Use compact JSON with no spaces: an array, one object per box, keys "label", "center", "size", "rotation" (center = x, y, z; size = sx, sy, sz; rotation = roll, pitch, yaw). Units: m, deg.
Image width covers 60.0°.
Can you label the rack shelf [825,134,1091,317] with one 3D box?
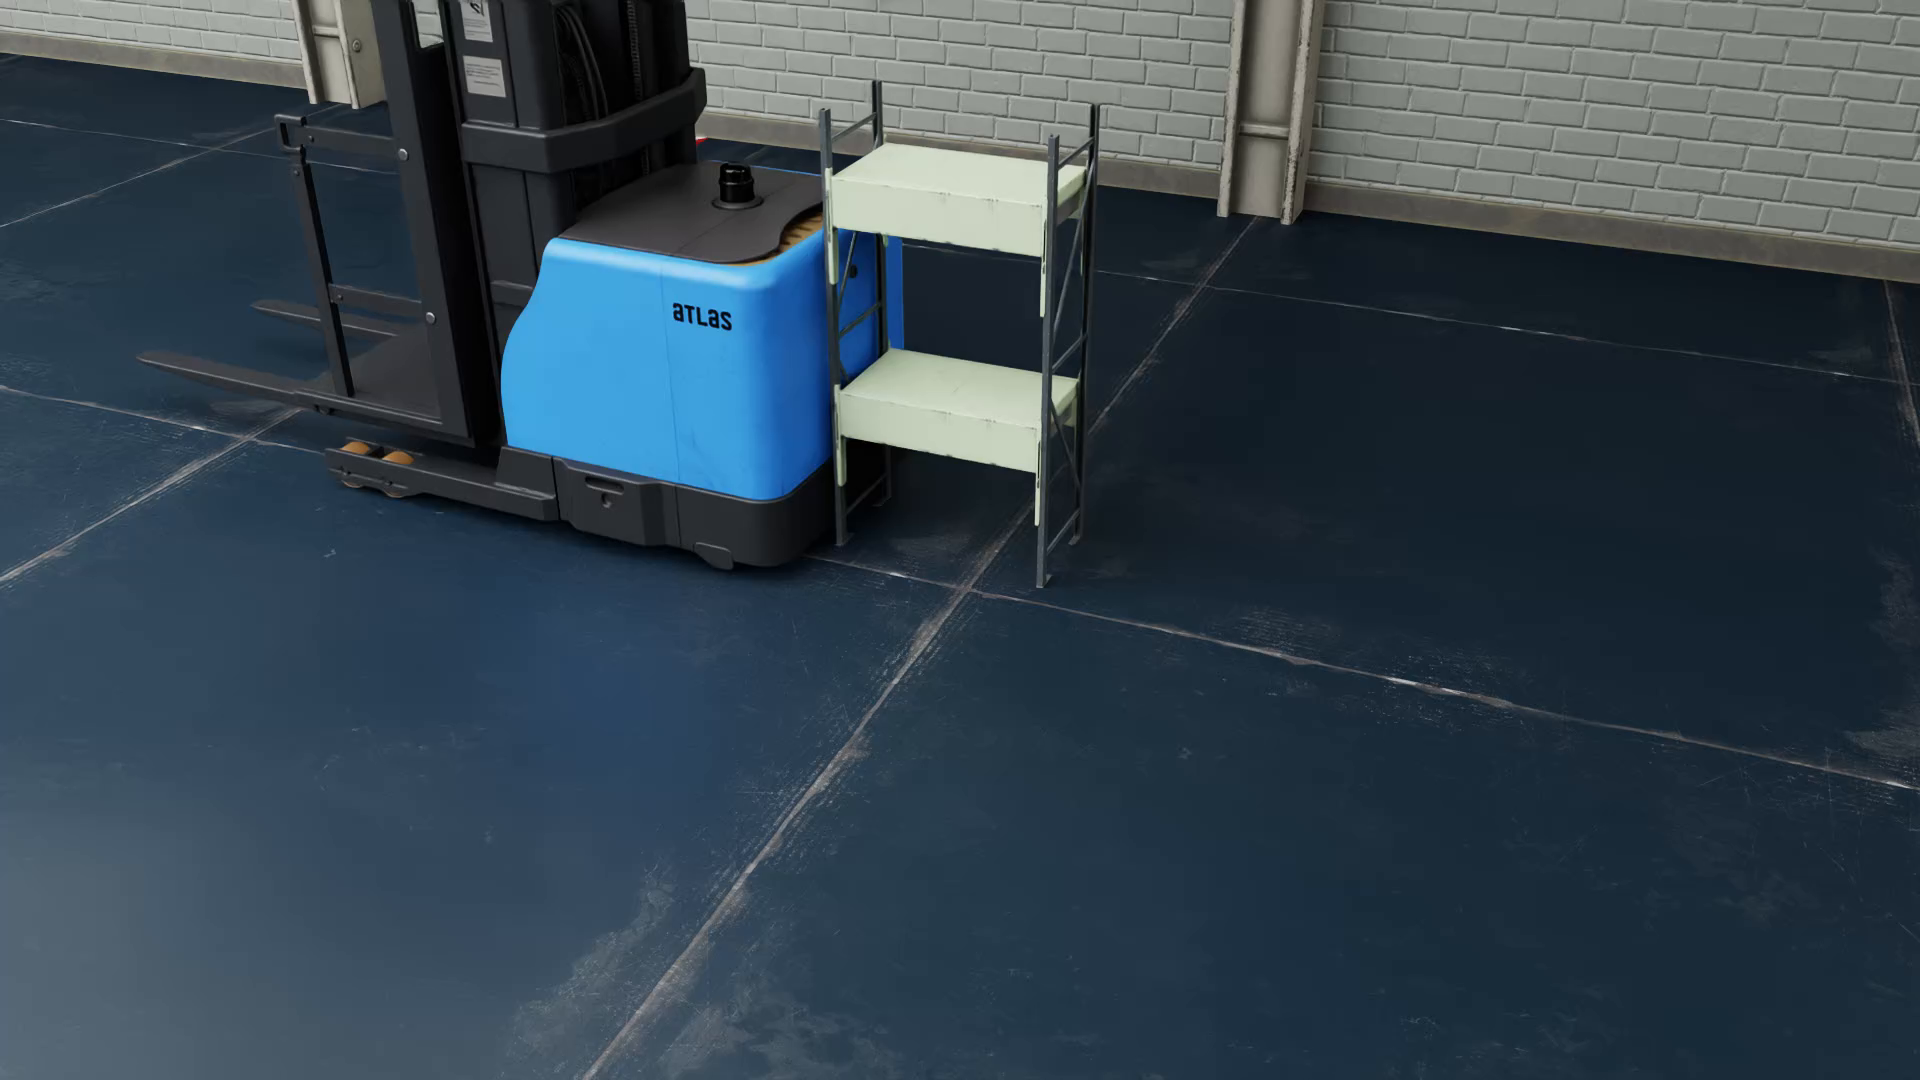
[{"label":"rack shelf","center":[0.001,-0.991,5.187],"size":[0.720,0.370,0.431],"rotation":[12,32,20]}]

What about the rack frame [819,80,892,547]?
[{"label":"rack frame","center":[-0.336,-0.722,5.503],"size":[0.023,1.500,0.400],"rotation":[12,32,20]}]

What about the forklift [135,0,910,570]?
[{"label":"forklift","center":[-1.748,-1.649,5.688],"size":[3.031,2.935,1.130],"rotation":[13,32,21]}]

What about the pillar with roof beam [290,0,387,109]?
[{"label":"pillar with roof beam","center":[-5.582,-4.810,5.115],"size":[0.400,9.000,9.100],"rotation":[11,31,19]}]

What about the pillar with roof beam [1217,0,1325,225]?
[{"label":"pillar with roof beam","center":[-0.022,-3.700,3.151],"size":[0.400,9.000,9.100],"rotation":[11,31,19]}]

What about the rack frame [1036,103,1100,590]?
[{"label":"rack frame","center":[0.339,-0.582,5.255],"size":[0.023,1.500,0.400],"rotation":[12,32,20]}]

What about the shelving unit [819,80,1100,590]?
[{"label":"shelving unit","center":[0.001,-0.652,5.379],"size":[0.755,1.500,0.431],"rotation":[12,32,20]}]

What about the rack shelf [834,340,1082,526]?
[{"label":"rack shelf","center":[0.001,-0.368,5.539],"size":[0.720,0.370,0.431],"rotation":[12,32,20]}]
